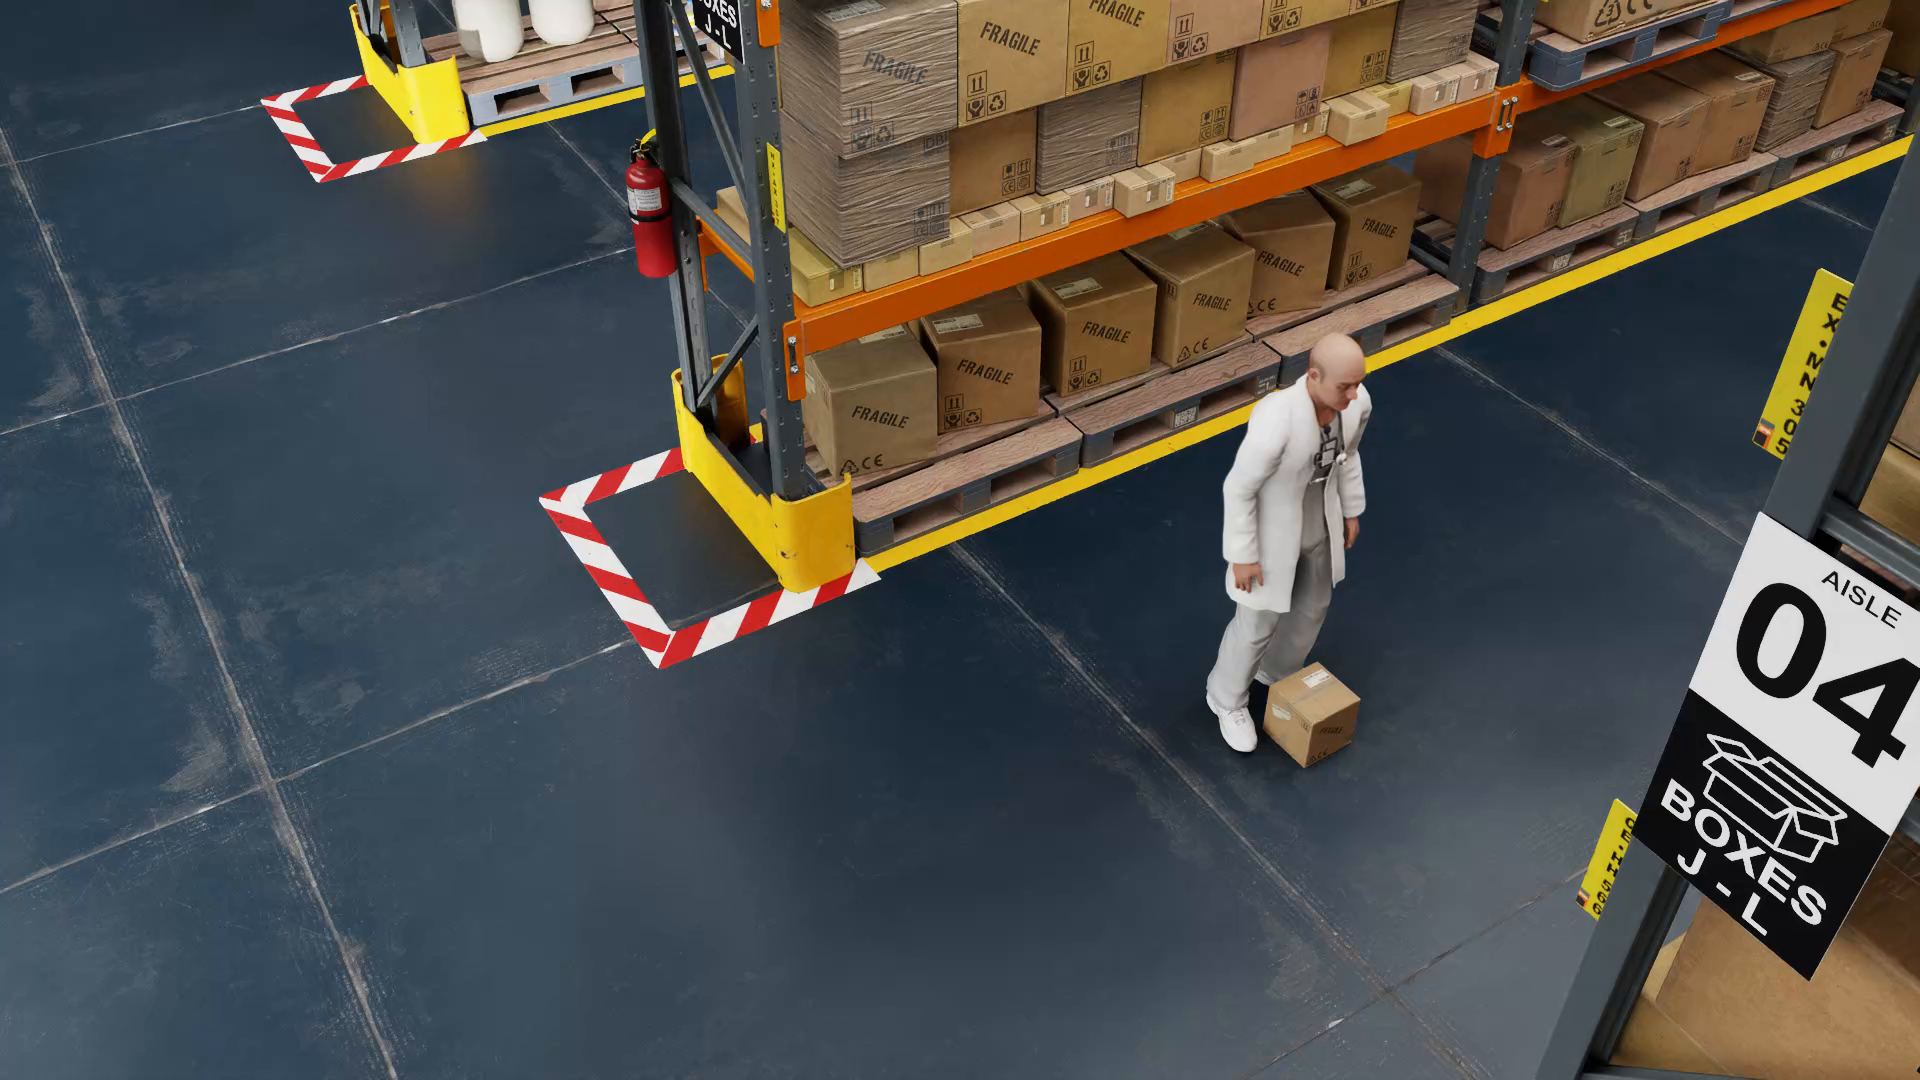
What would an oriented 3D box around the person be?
[{"bbox_3d":[1.241,-0.022,6.194,0.643,1.774,0.417,-22,45,-24],"label":"person"}]
